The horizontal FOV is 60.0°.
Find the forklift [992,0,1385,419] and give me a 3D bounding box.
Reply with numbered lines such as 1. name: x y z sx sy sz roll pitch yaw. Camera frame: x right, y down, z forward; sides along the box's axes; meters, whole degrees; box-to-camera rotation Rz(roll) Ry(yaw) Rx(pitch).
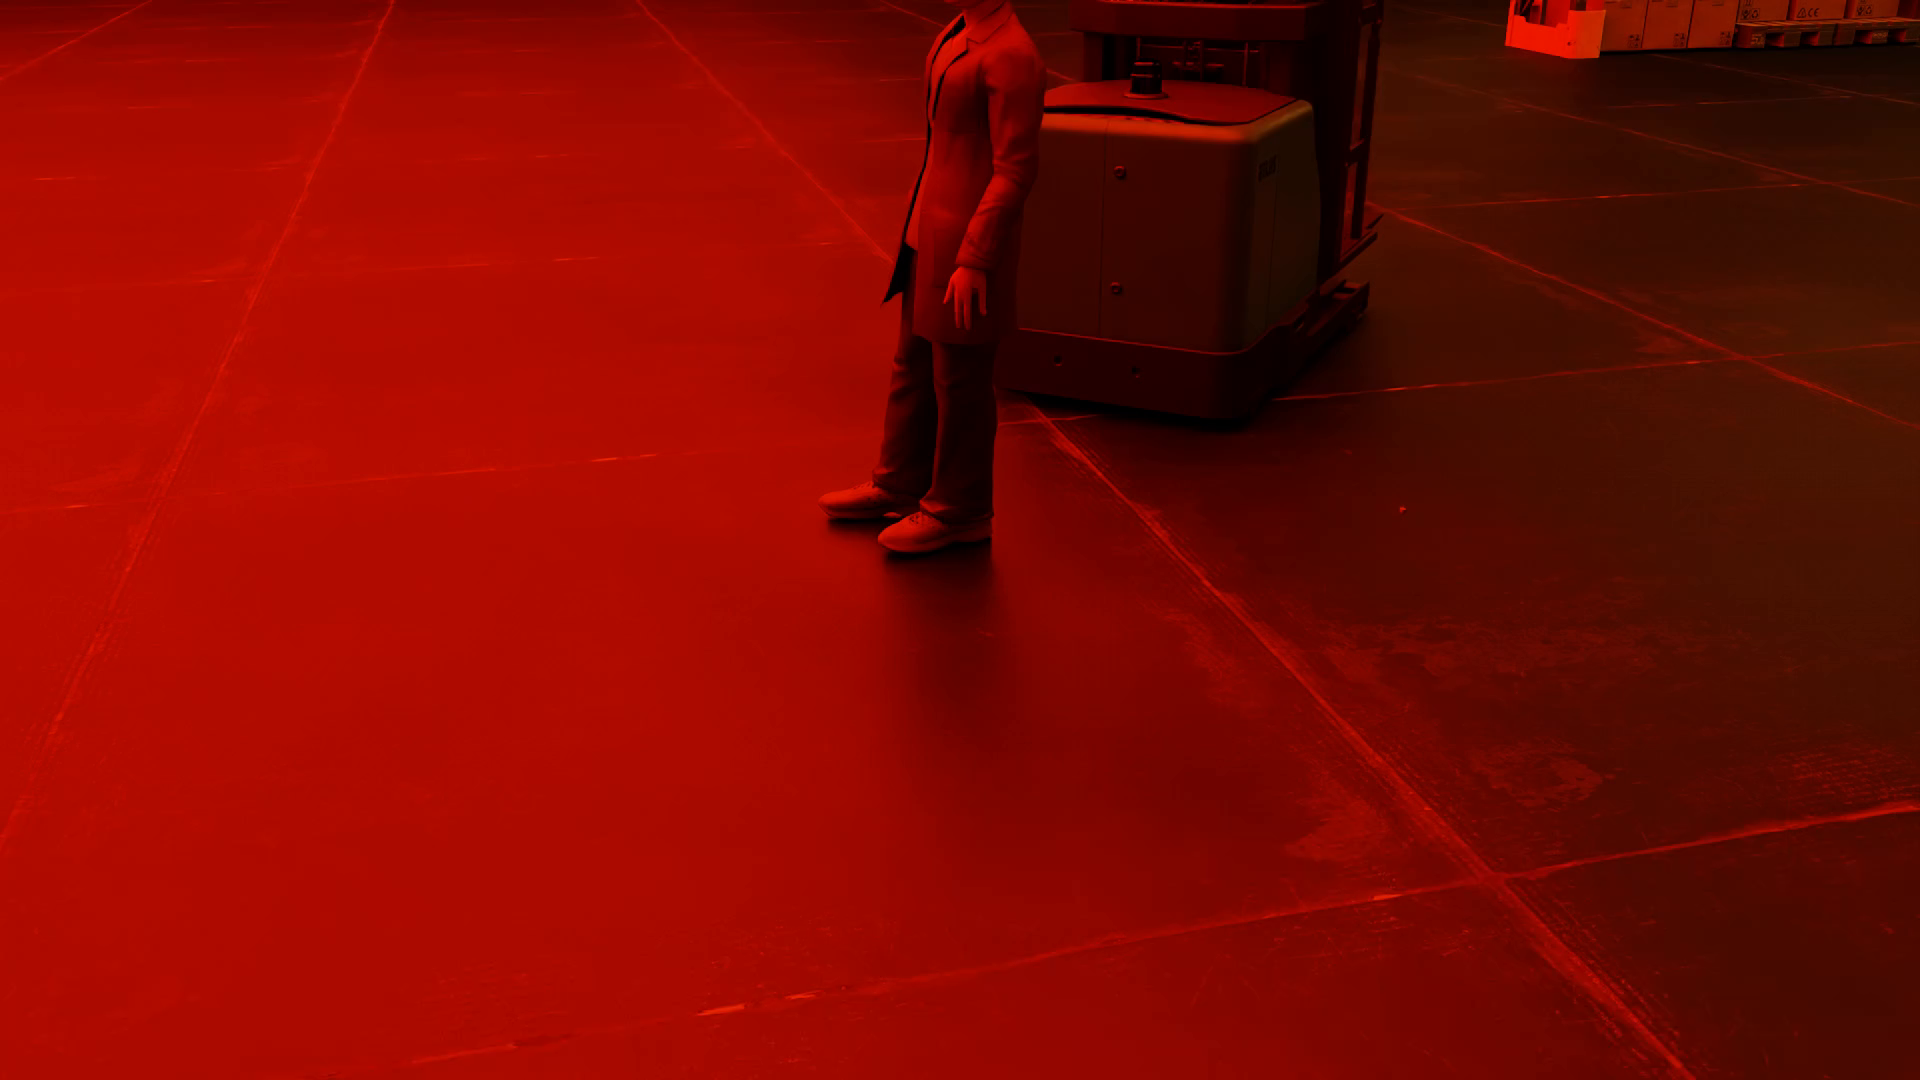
1. forklift: 1.156 -2.317 6.752 1.130 2.935 3.031 11 25 24

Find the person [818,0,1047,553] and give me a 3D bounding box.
1. person: -0.089 -0.817 4.684 0.582 1.776 0.694 -6 24 -14
